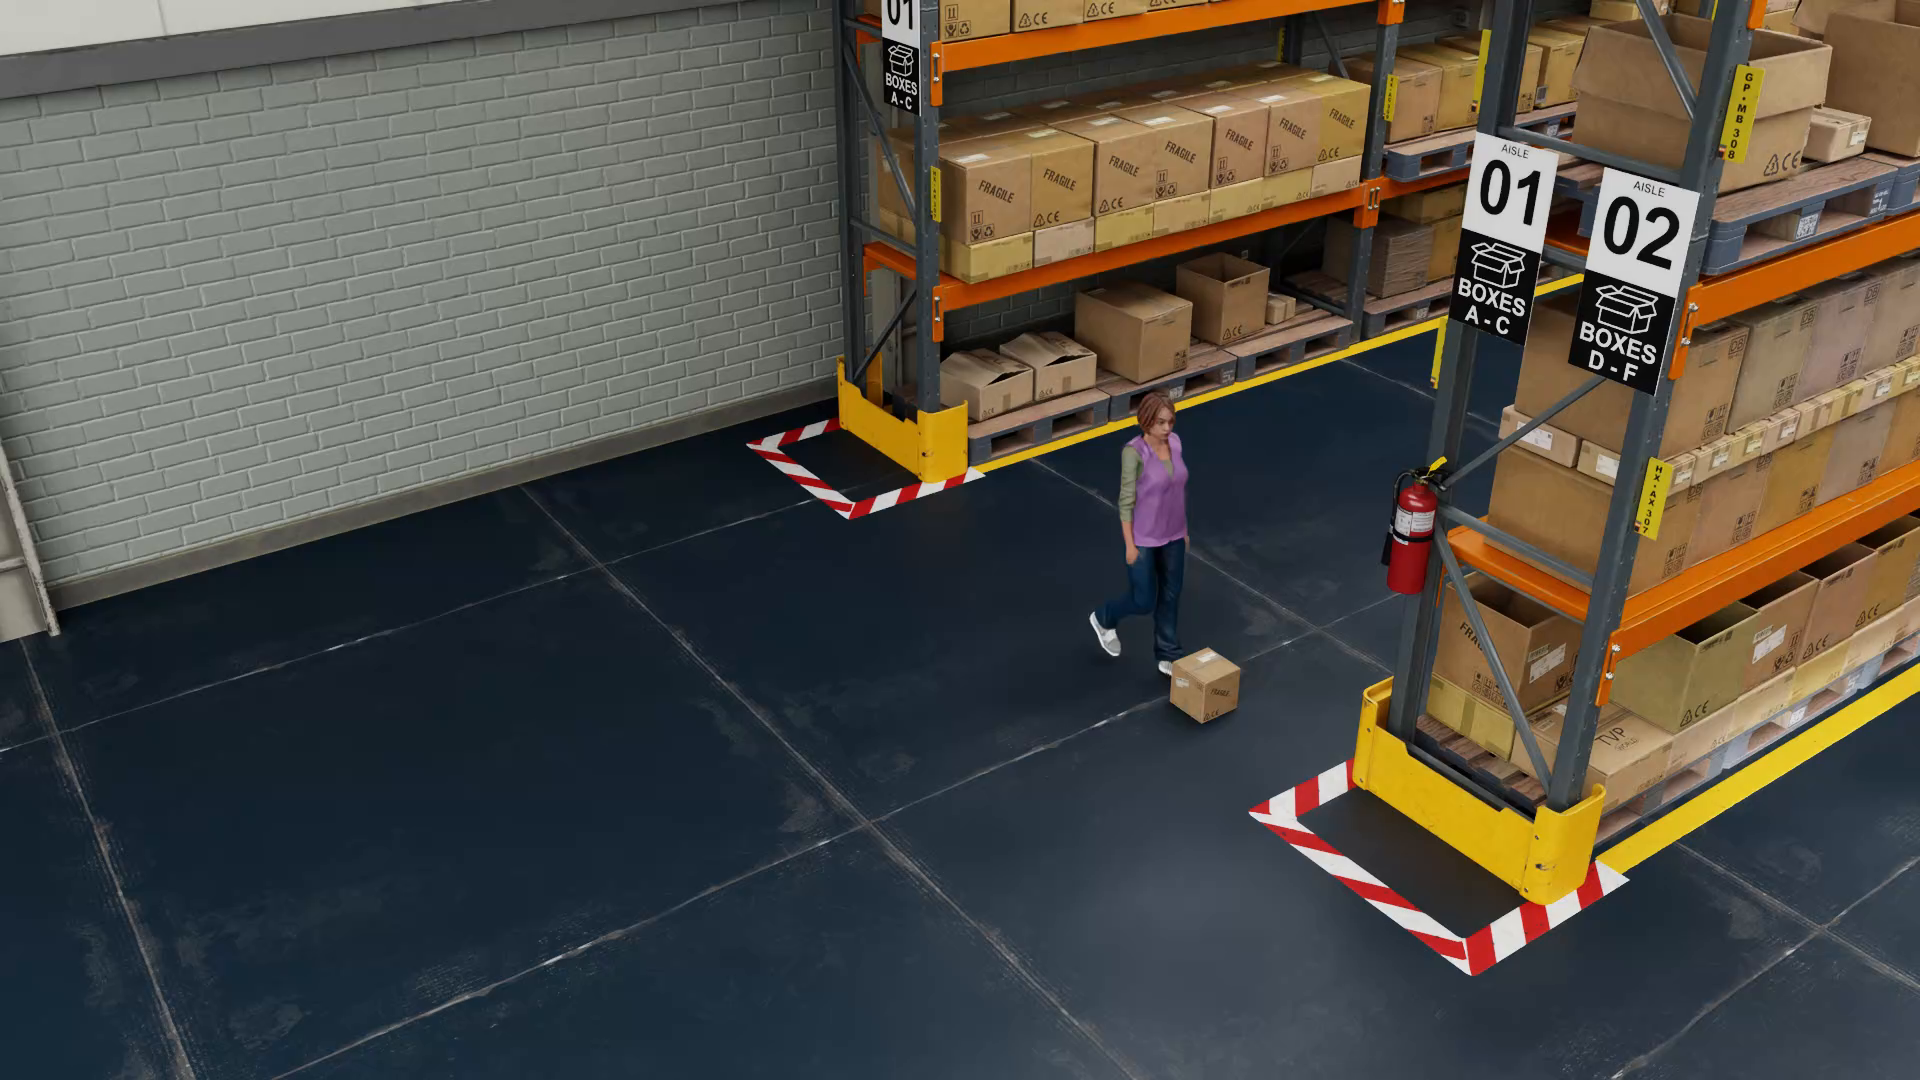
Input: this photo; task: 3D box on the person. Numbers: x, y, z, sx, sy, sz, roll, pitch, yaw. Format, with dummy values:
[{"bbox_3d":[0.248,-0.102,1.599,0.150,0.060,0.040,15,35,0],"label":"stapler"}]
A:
[{"bbox_3d":[1.013,-0.010,8.659,0.427,1.565,0.649,-19,34,-30],"label":"person"}]
